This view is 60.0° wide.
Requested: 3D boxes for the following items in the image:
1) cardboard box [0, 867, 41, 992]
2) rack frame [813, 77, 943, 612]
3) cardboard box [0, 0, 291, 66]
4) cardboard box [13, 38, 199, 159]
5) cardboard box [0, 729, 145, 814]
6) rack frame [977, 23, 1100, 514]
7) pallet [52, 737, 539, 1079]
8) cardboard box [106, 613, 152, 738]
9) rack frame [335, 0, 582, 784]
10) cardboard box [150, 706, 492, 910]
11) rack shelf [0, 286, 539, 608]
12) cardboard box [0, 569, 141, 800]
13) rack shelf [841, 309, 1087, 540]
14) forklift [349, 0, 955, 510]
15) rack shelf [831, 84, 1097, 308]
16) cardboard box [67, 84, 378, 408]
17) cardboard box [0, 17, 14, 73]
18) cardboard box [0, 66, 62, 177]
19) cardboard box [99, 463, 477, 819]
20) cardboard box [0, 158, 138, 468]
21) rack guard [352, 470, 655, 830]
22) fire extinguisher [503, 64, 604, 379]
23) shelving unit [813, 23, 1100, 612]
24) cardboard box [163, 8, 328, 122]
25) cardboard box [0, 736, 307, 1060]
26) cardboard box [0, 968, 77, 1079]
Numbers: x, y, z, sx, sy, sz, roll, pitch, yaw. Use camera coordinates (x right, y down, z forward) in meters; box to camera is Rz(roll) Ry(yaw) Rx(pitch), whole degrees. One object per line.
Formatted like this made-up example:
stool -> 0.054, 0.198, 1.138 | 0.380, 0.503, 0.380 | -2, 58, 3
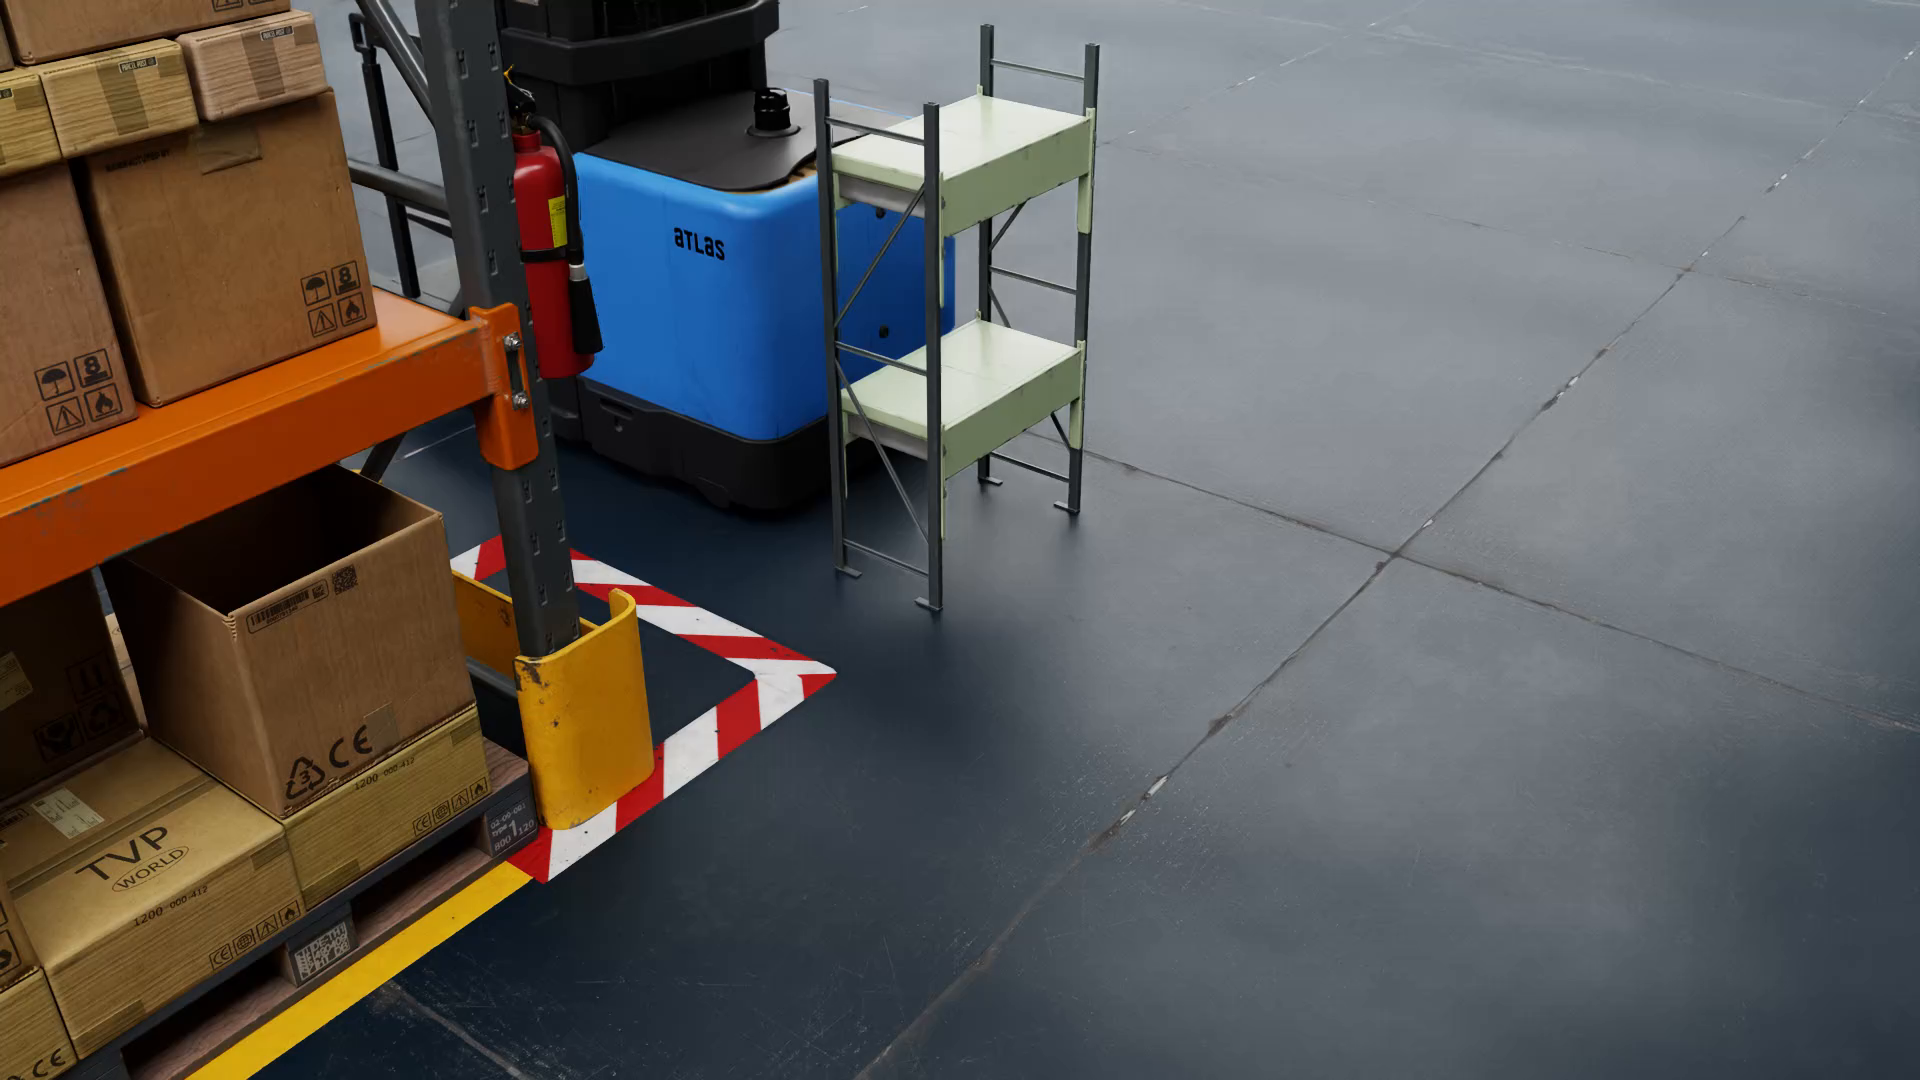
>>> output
cardboard box -> -2.018, 0.591, 2.860 | 0.500, 0.500, 0.500 | 21, 37, 31
rack frame -> -0.217, -0.499, 4.621 | 0.400, 1.500, 0.023 | 21, 37, 31
cardboard box -> -1.664, -1.203, 2.967 | 0.700, 0.500, 0.500 | 21, 37, 31
cardboard box -> -1.576, -0.810, 2.941 | 0.380, 0.149, 0.250 | 22, 37, 32
cardboard box -> -2.140, 0.547, 3.670 | 0.500, 0.250, 0.500 | 21, 37, 31
rack frame -> 0.225, -0.797, 5.123 | 0.400, 1.500, 0.023 | 21, 37, 31
pallet -> -1.768, 0.714, 3.838 | 1.003, 0.211, 1.213 | 21, 37, 31
cardboard box -> -1.841, 0.343, 4.015 | 0.500, 0.250, 0.500 | 21, 37, 31
rack frame -> -1.340, -0.809, 3.673 | 1.000, 3.000, 0.127 | 21, 37, 31
cardboard box -> -1.428, 0.502, 3.746 | 0.500, 0.250, 0.500 | 21, 37, 31
rack shelf -> -2.547, 0.313, 2.485 | 1.077, 0.370, 4.000 | 21, 37, 31
cardboard box -> -2.141, 0.224, 3.479 | 0.500, 0.500, 0.500 | 21, 37, 31
rack shelf -> 0.004, -0.367, 5.038 | 0.431, 0.370, 0.720 | 21, 37, 31
forklift -> -1.477, -1.955, 5.673 | 3.031, 2.935, 1.130 | 21, 37, 32
rack shelf -> 0.004, -0.984, 4.673 | 0.431, 0.370, 0.720 | 21, 37, 31
cardboard box -> -1.632, -0.666, 3.334 | 0.700, 0.500, 0.500 | 21, 37, 31
cardboard box -> -1.977, -0.987, 2.603 | 0.700, 0.500, 0.500 | 20, 36, 30
cardboard box -> -1.730, -0.706, 2.765 | 0.380, 0.149, 0.250 | 21, 36, 31
cardboard box -> -1.426, 0.180, 3.553 | 0.500, 0.500, 0.500 | 21, 37, 31
cardboard box -> -1.945, -0.451, 2.971 | 0.700, 0.500, 0.500 | 22, 37, 32
rack guard -> -1.325, 0.257, 4.327 | 1.175, 0.500, 0.348 | 21, 37, 31
fire extinguisher -> -0.898, -0.681, 3.532 | 0.296, 0.674, 0.183 | 21, 37, 31
shelving unit -> 0.004, -0.648, 4.872 | 0.431, 1.500, 0.755 | 21, 37, 31
cardboard box -> -1.419, -0.917, 3.121 | 0.380, 0.149, 0.250 | 20, 36, 31
cardboard box -> -1.720, 0.709, 3.396 | 0.500, 0.250, 0.500 | 21, 37, 31
cardboard box -> -2.021, 0.913, 3.053 | 0.500, 0.250, 0.500 | 21, 37, 31
